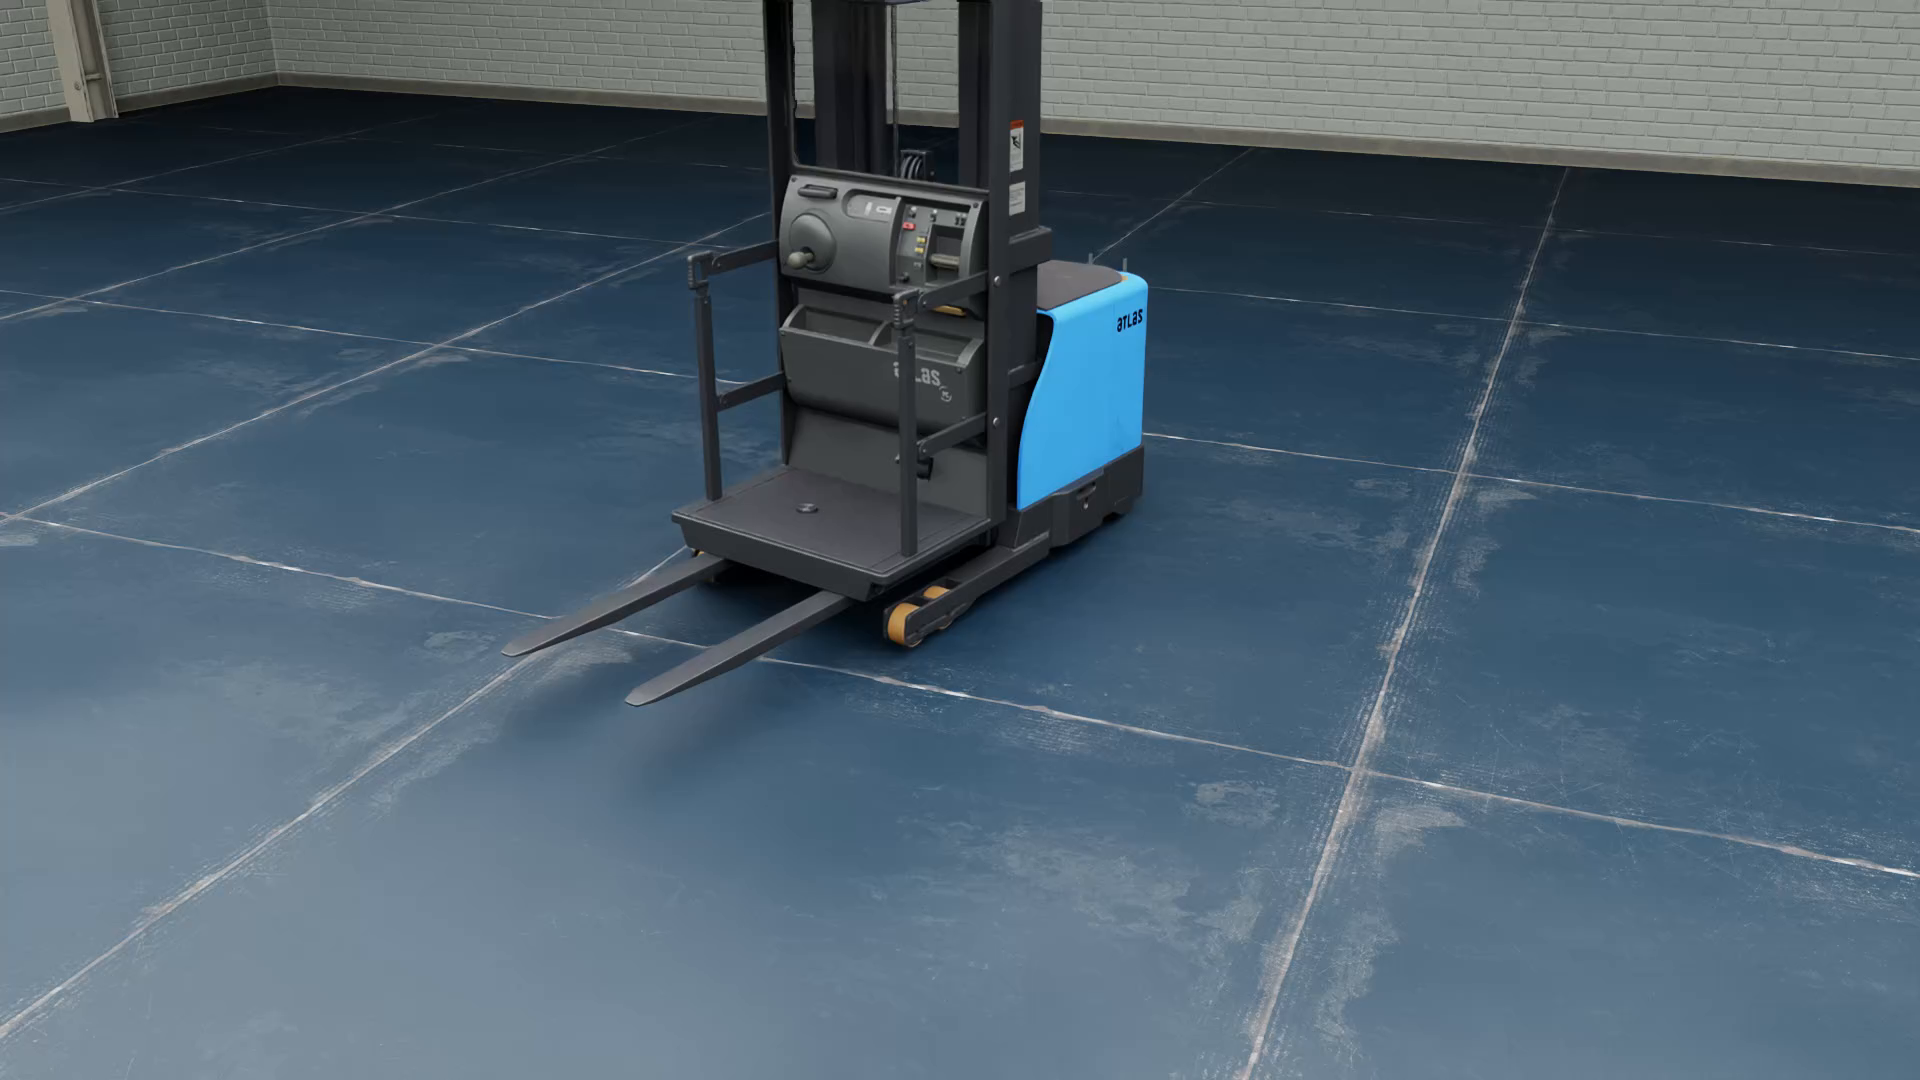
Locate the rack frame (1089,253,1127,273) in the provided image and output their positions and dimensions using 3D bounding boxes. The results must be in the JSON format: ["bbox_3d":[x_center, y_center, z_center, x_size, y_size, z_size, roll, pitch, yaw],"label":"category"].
[{"bbox_3d":[0.680,-0.821,7.854,0.200,1.050,0.008,15,27,33],"label":"rack frame"}]

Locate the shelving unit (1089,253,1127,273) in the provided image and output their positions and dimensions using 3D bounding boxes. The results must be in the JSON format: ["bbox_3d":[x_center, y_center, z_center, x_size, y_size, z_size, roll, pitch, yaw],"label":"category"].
[{"bbox_3d":[0.609,-0.783,7.762,0.215,1.050,0.252,15,27,33],"label":"shelving unit"}]

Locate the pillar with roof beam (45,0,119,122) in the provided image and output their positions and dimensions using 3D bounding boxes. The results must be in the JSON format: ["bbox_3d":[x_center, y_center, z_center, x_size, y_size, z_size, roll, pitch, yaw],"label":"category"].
[{"bbox_3d":[-5.585,-8.197,15.198,9.100,9.000,0.400,9,24,20],"label":"pillar with roof beam"}]

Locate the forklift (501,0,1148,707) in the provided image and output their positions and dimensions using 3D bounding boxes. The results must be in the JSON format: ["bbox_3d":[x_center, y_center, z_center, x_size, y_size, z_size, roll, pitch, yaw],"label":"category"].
[{"bbox_3d":[-0.436,-1.158,6.221,1.130,2.935,3.031,15,27,33],"label":"forklift"}]
